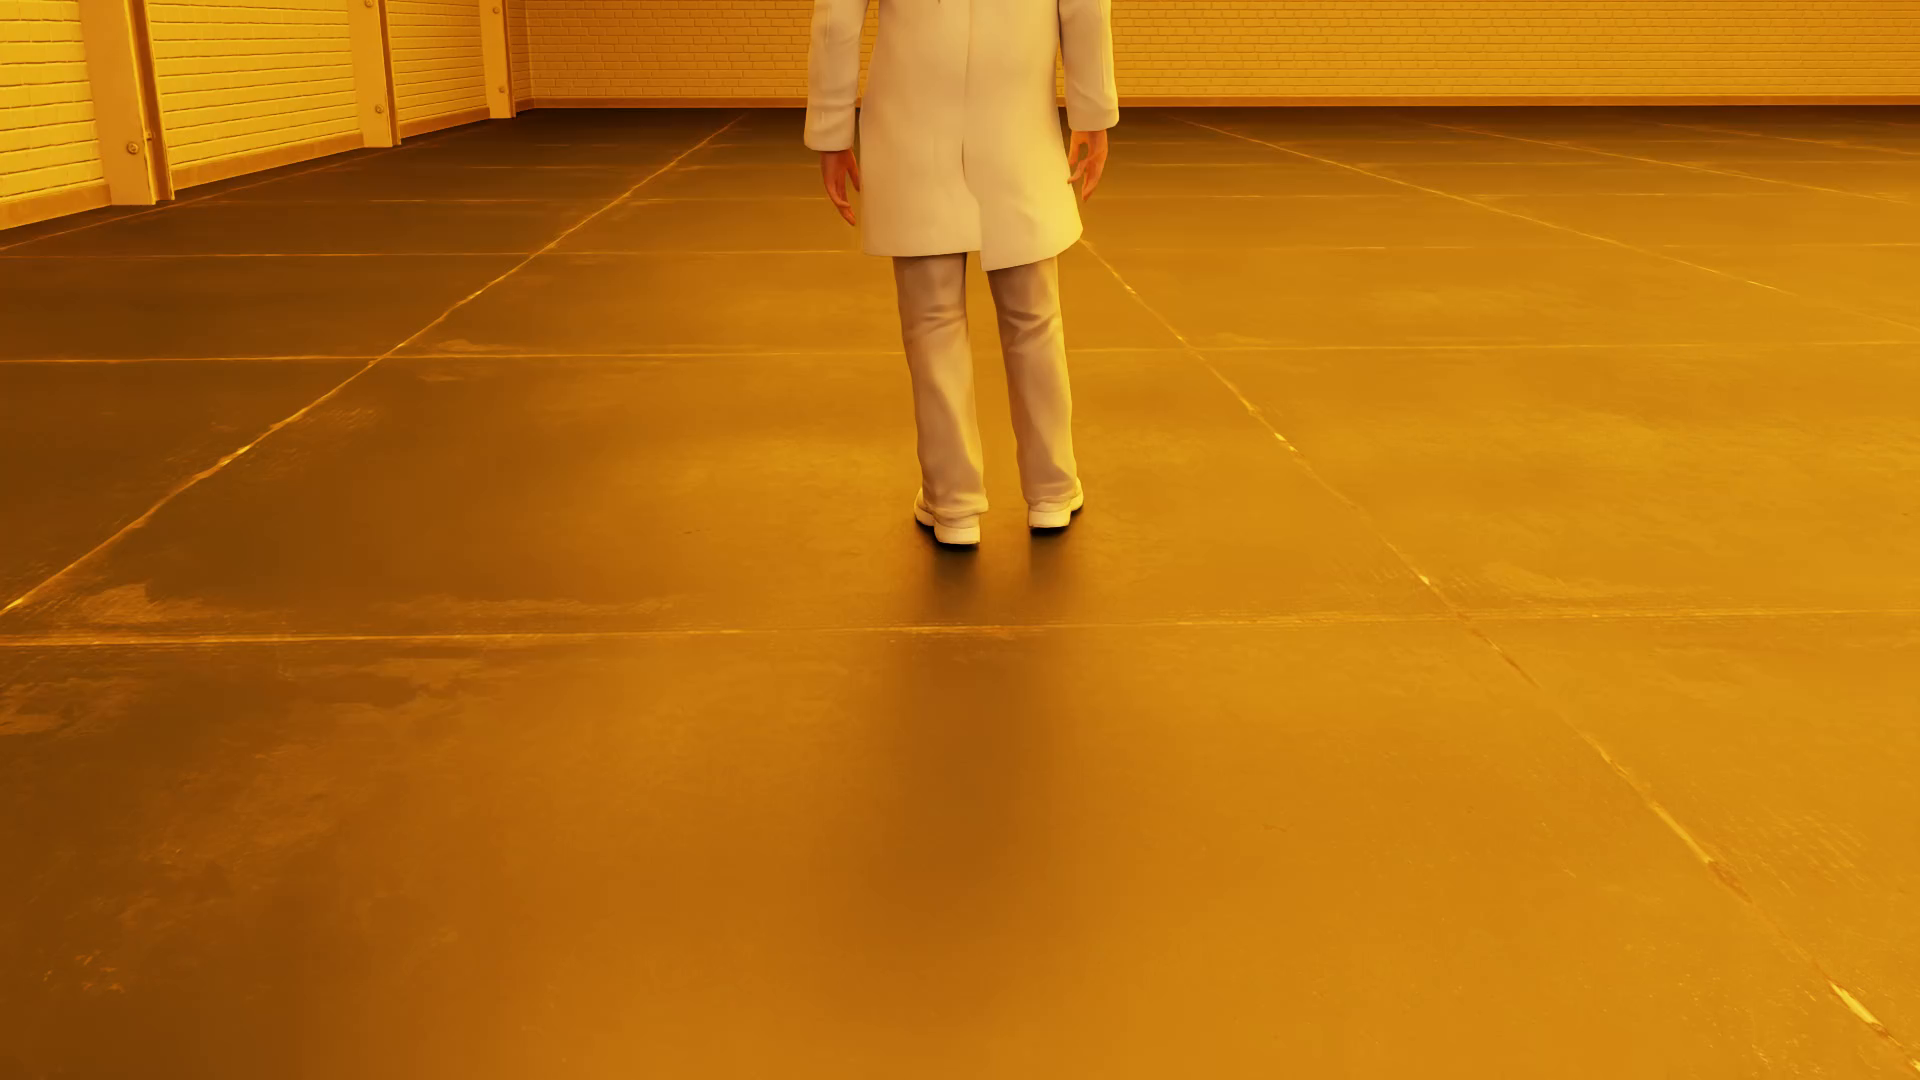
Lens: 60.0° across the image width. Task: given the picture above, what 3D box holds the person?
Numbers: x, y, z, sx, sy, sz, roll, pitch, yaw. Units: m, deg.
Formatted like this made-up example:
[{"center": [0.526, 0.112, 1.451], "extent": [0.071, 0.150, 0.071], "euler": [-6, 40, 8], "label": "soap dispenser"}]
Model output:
[{"center": [0.000, -0.883, 3.742], "extent": [0.696, 1.776, 0.581], "euler": [-1, 17, -3], "label": "person"}]
